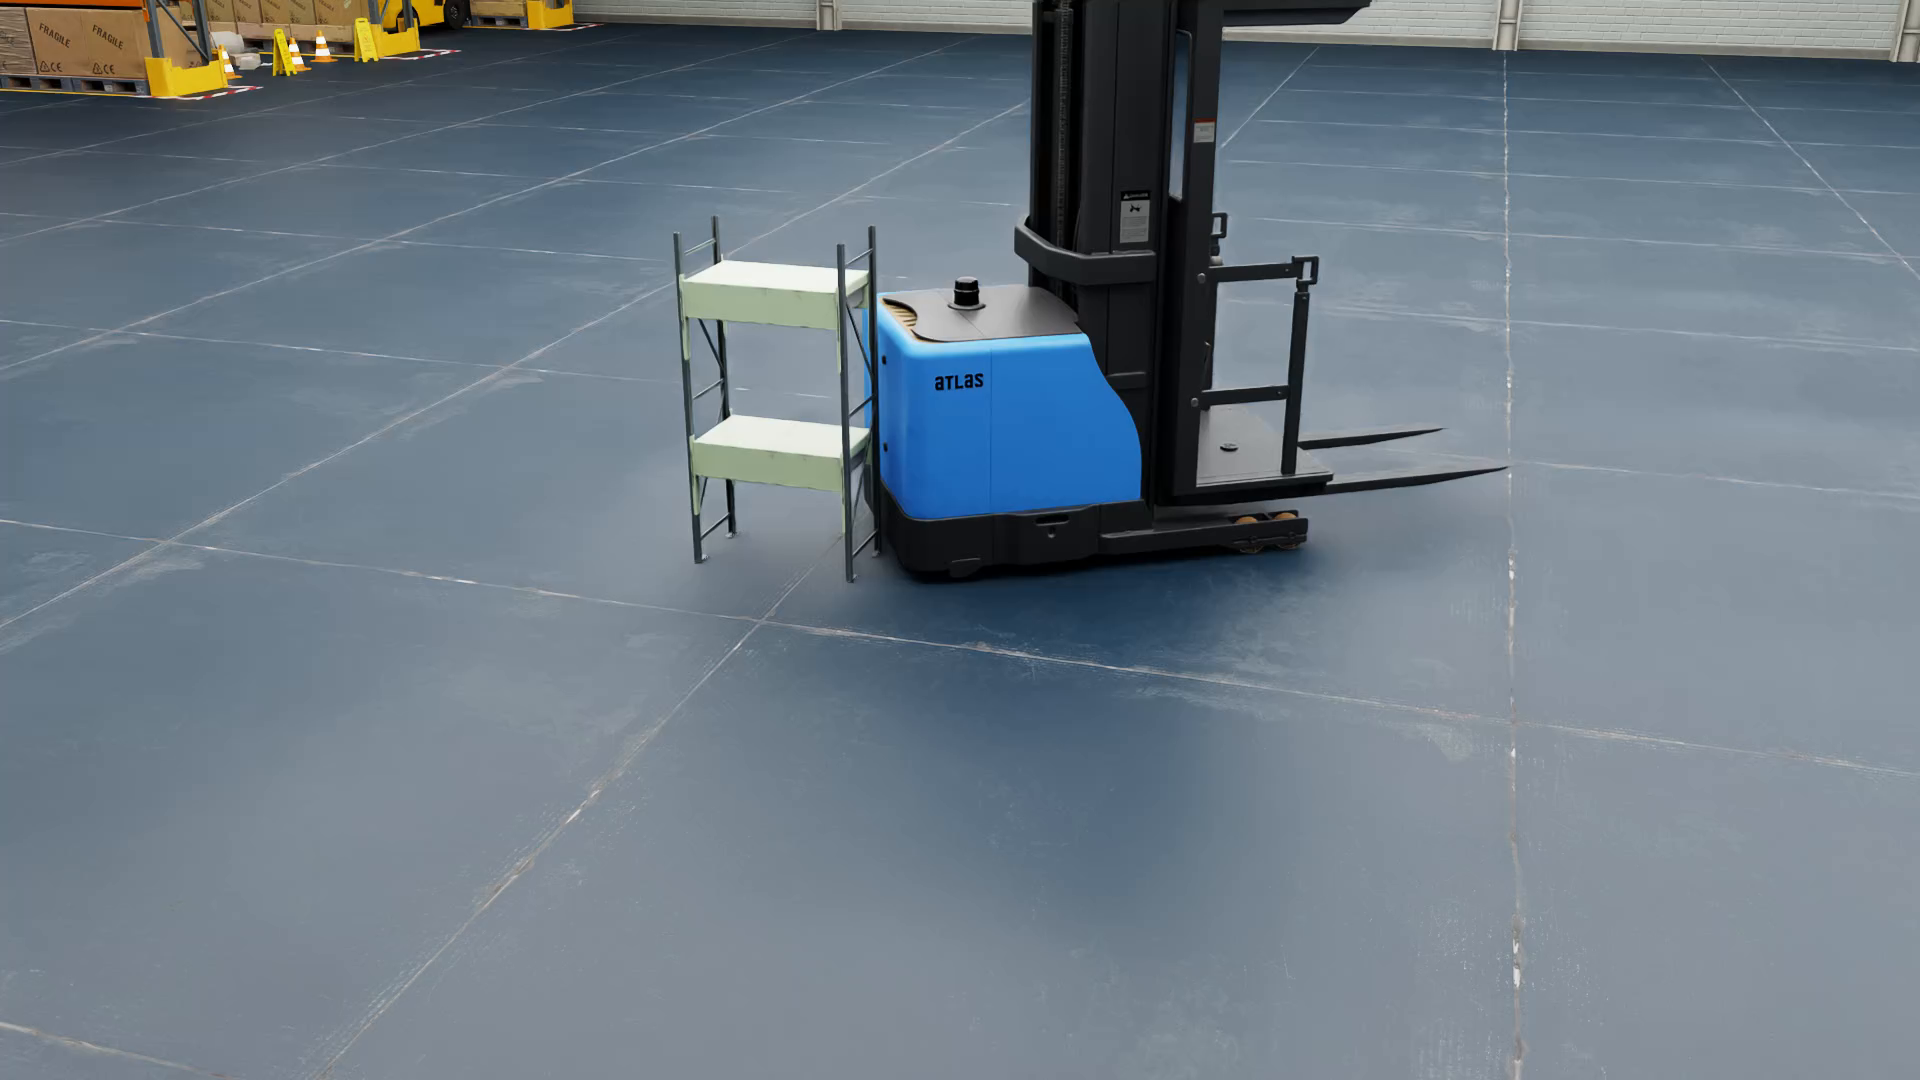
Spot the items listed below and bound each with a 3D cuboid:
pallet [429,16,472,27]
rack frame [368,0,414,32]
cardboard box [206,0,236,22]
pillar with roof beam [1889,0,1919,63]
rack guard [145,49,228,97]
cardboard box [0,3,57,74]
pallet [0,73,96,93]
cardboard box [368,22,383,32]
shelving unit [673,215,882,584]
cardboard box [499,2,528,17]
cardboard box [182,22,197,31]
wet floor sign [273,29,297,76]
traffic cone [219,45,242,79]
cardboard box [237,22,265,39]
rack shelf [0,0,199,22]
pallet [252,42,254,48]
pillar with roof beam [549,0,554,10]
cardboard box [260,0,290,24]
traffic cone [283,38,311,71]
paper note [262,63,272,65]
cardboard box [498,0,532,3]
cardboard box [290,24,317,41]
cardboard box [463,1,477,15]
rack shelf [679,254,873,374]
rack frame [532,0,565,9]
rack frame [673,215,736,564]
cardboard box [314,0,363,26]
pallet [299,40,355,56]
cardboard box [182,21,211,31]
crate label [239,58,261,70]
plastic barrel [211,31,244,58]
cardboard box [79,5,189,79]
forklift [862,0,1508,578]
[{"bbox_3d":[-9.669,-10.037,31.961,1.213,0.211,1.003,7,23,15],"label":"pallet"},{"bbox_3d":[-9.190,-9.320,26.539,0.127,3.000,1.000,7,23,16],"label":"rack frame"},{"bbox_3d":[-12.017,-8.811,27.379,0.500,0.500,0.500,8,23,18],"label":"cardboard box"},{"bbox_3d":[13.567,-10.108,20.556,0.400,9.000,9.100,7,23,16],"label":"pillar with roof beam"},{"bbox_3d":[-10.500,-6.352,22.596,0.348,0.500,1.175,7,23,16],"label":"rack guard"},{"bbox_3d":[-12.907,-6.969,23.053,0.875,0.875,0.875,7,23,16],"label":"cardboard box"},{"bbox_3d":[-12.476,-6.414,23.129,1.213,0.211,1.003,7,23,15],"label":"pallet"},{"bbox_3d":[-9.883,-8.431,27.442,0.500,0.250,0.500,6,23,15],"label":"cardboard box"},{"bbox_3d":[-0.779,-0.617,7.297,0.755,1.500,0.431,7,23,16],"label":"shelving unit"},{"bbox_3d":[-8.301,-9.983,31.225,0.500,0.250,0.500,7,23,16],"label":"cardboard box"},{"bbox_3d":[-12.387,-7.992,26.590,0.500,0.500,0.500,-14,26,-30],"label":"cardboard box"},{"bbox_3d":[-9.924,-7.138,24.321,0.232,0.644,0.267,3,22,6],"label":"wet floor sign"},{"bbox_3d":[-10.622,-6.911,24.009,0.334,0.463,0.336,7,23,16],"label":"traffic cone"},{"bbox_3d":[-11.510,-8.407,27.381,0.500,0.250,0.500,6,23,15],"label":"cardboard box"},{"bbox_3d":[-12.438,-7.397,22.799,4.000,0.370,1.077,7,23,16],"label":"rack shelf"},{"bbox_3d":[-12.367,-8.408,27.989,1.213,0.211,1.003,7,23,16],"label":"pallet"},{"bbox_3d":[-9.410,-12.739,26.970,0.400,9.000,9.100,7,23,16],"label":"pillar with roof beam"},{"bbox_3d":[-11.014,-8.696,27.100,0.500,0.500,0.500,6,23,14],"label":"cardboard box"},{"bbox_3d":[-9.970,-7.284,24.919,0.334,0.463,0.336,7,23,16],"label":"traffic cone"},{"bbox_3d":[-10.670,-7.327,25.592,0.142,0.019,0.148,-1,22,-3],"label":"paper note"},{"bbox_3d":[-8.316,-10.217,31.137,0.500,0.250,0.500,6,23,15],"label":"cardboard box"},{"bbox_3d":[-10.536,-8.293,27.104,0.500,0.250,0.500,7,23,16],"label":"cardboard box"},{"bbox_3d":[-9.251,-10.099,31.508,0.500,0.250,0.500,7,23,16],"label":"cardboard box"},{"bbox_3d":[-0.779,-0.978,7.149,0.720,0.370,0.431,7,23,16],"label":"rack shelf"},{"bbox_3d":[-7.760,-11.124,30.937,0.127,3.000,1.000,7,23,16],"label":"rack frame"},{"bbox_3d":[-1.128,-0.659,7.400,0.023,1.500,0.400,7,23,16],"label":"rack frame"},{"bbox_3d":[-10.033,-8.582,26.822,0.500,0.500,0.500,7,23,16],"label":"cardboard box"},{"bbox_3d":[-10.031,-8.140,27.337,1.213,0.211,1.003,7,23,16],"label":"pallet"},{"bbox_3d":[-12.533,-8.518,27.653,0.500,0.250,0.500,5,23,13],"label":"cardboard box"},{"bbox_3d":[-10.740,-7.197,25.136,0.298,0.136,0.250,-5,23,-12],"label":"crate label"},{"bbox_3d":[-11.605,-7.805,26.239,0.512,0.421,0.421,-14,26,-30],"label":"plastic barrel"},{"bbox_3d":[-11.192,-6.772,22.574,0.875,0.875,0.875,7,23,16],"label":"cardboard box"},{"bbox_3d":[1.109,-1.480,7.516,3.031,2.935,1.130,-6,23,-14],"label":"forklift"}]
